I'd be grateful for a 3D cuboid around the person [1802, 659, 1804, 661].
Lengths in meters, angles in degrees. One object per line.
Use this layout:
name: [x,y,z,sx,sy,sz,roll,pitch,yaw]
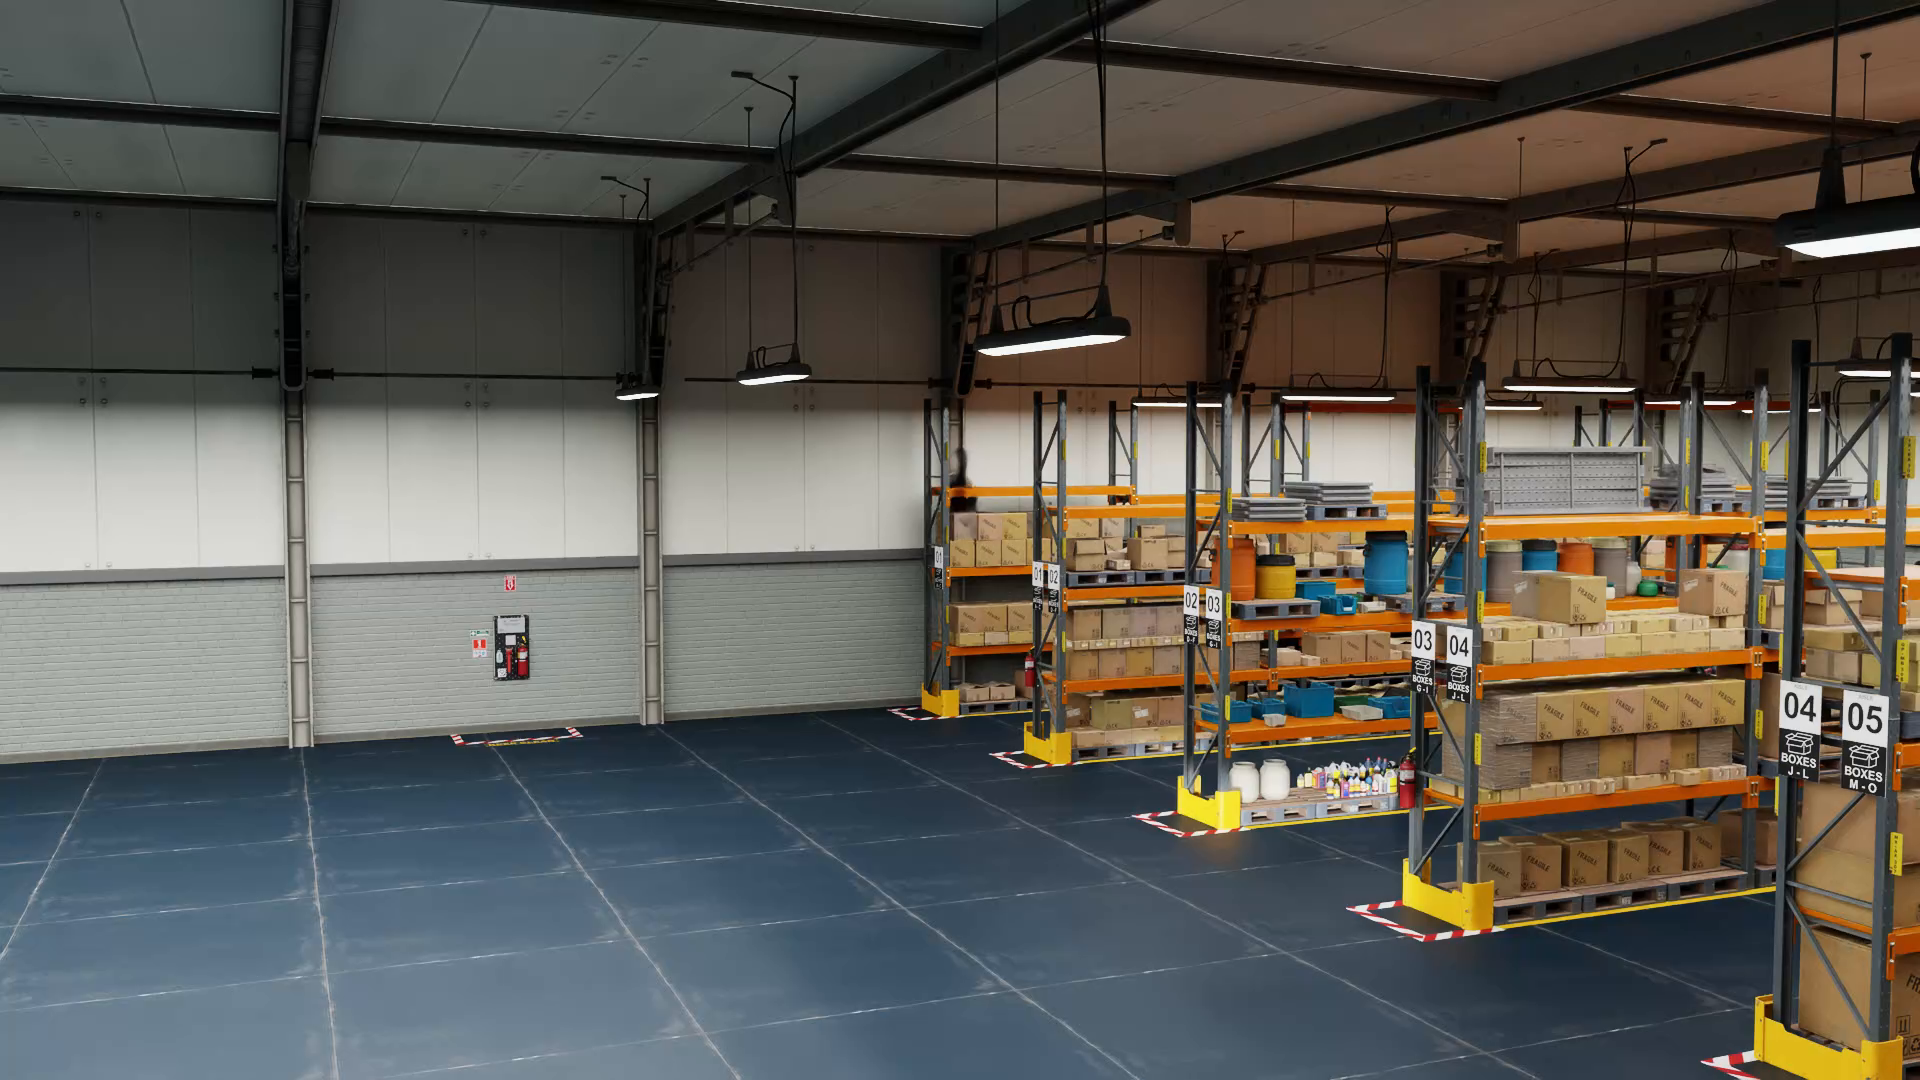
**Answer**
person: [14.436,2.576,29.013,0.847,1.780,0.680,-1,4,-18]
